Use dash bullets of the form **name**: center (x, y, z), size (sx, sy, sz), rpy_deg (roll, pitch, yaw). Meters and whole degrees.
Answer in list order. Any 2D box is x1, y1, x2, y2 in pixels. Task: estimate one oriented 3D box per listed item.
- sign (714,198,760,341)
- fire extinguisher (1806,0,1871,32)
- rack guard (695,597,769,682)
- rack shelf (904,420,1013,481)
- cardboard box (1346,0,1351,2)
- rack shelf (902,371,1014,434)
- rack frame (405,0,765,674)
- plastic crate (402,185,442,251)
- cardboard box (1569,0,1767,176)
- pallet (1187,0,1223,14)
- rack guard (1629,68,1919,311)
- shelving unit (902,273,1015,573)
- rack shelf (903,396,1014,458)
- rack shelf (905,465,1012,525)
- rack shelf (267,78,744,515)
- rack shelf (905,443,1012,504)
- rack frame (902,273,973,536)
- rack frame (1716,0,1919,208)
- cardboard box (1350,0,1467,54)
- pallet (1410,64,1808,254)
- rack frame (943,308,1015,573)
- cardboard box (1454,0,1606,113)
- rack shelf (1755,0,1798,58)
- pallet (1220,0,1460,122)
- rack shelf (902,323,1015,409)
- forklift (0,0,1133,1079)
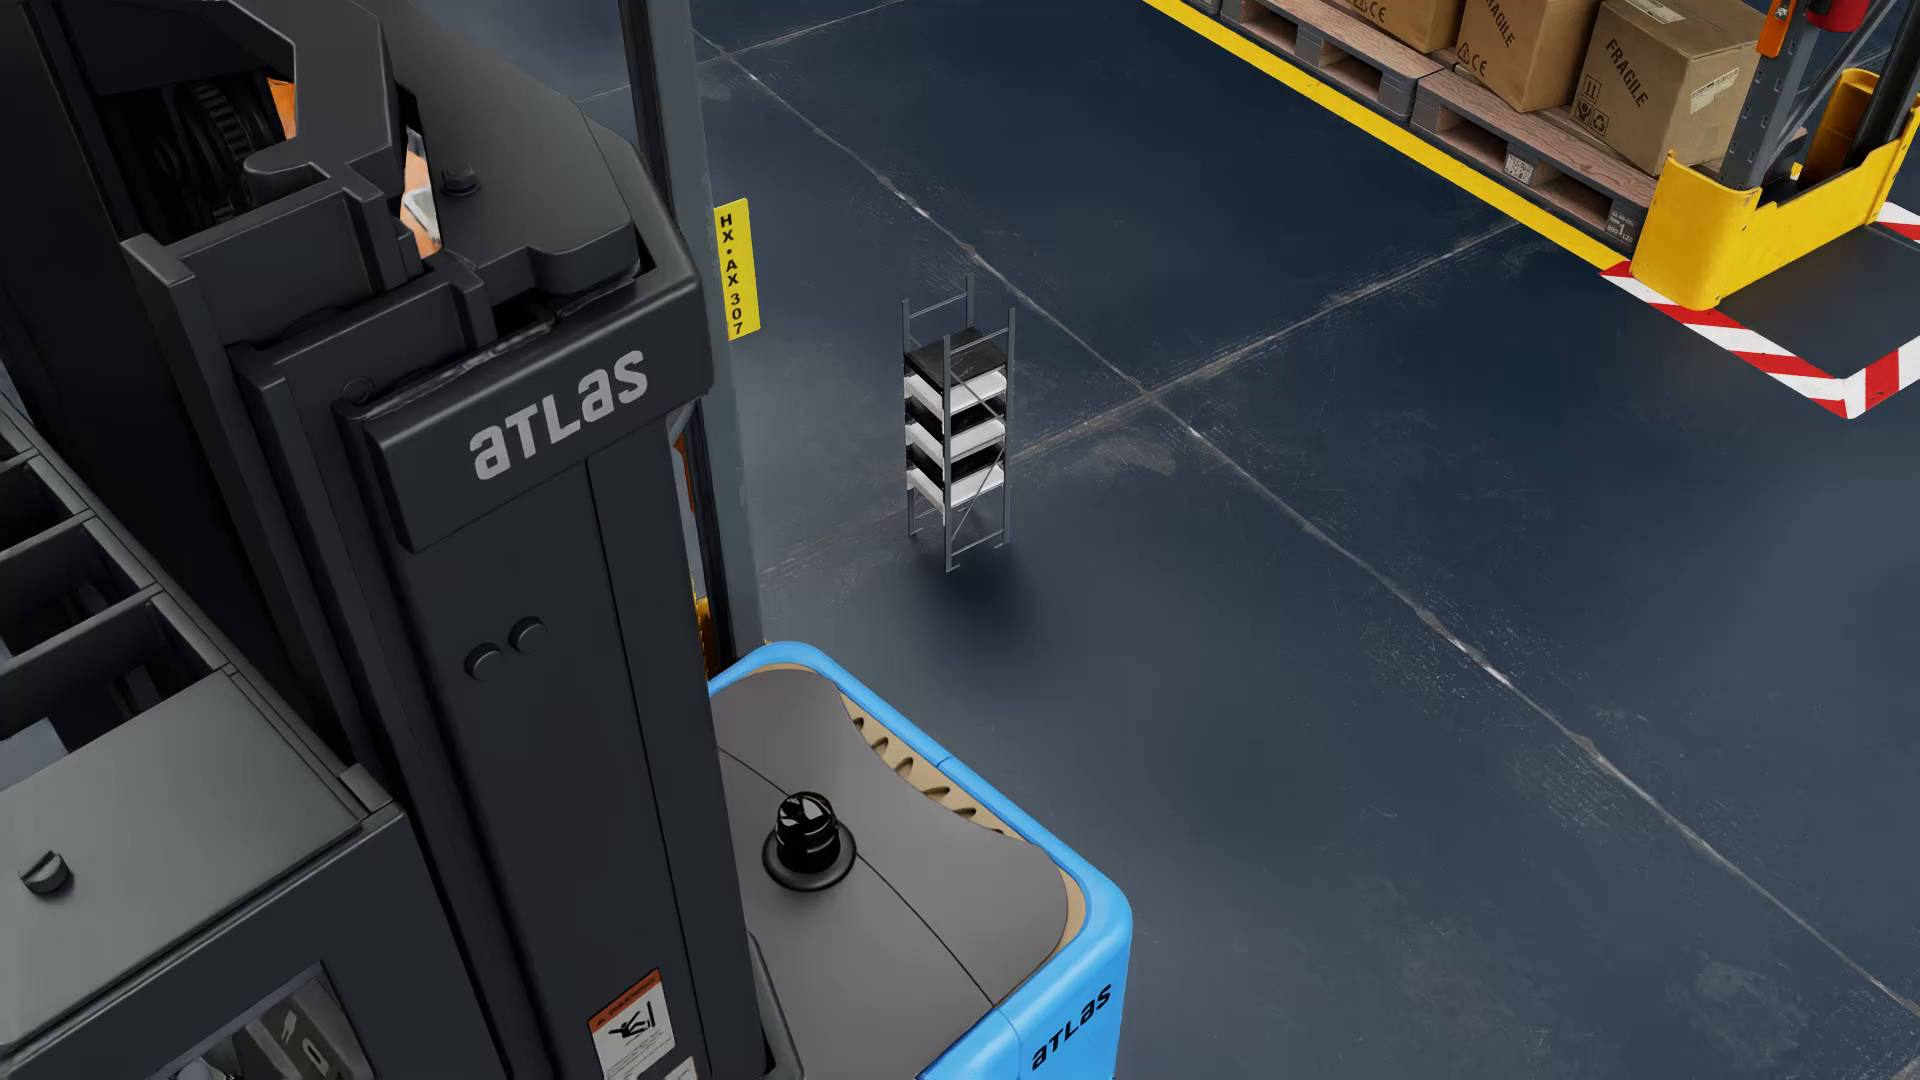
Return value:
- **sign**: center (-0.473, -0.556, 3.459), size (0.100, 0.325, 0.005), rpy_deg (-26, 49, -24)
- **fire extinguisher**: center (2.823, -1.922, 5.147), size (0.296, 0.674, 0.183), rpy_deg (-26, 49, -24)
- **rack guard**: center (-1.009, 0.639, 4.219), size (1.175, 0.500, 0.348), rpy_deg (-26, 49, -24)
- **rack shelf**: center (-0.005, -0.306, 4.967), size (0.258, 0.077, 0.200), rpy_deg (-26, 49, -24)
- **cardboard box**: center (1.797, -2.826, 7.544), size (0.500, 0.500, 0.500), rpy_deg (-30, 51, -28)
- **rack shelf**: center (-0.005, -0.436, 4.843), size (0.258, 0.077, 0.200), rpy_deg (-26, 49, -24)
- **rack frame**: center (-0.927, -0.241, 3.330), size (1.000, 3.000, 0.127), rpy_deg (-26, 49, -24)
- **plastic crate**: center (-1.175, -0.779, 4.085), size (0.298, 0.136, 0.250), rpy_deg (-26, 49, -24)
- **cardboard box**: center (2.792, -1.805, 6.475), size (0.500, 0.500, 0.500), rpy_deg (-17, 46, -17)
- **pallet**: center (1.260, -3.088, 8.331), size (1.003, 0.211, 1.213), rpy_deg (-26, 49, -24)
- **rack guard**: center (3.092, -1.336, 6.288), size (1.175, 0.500, 0.348), rpy_deg (-26, 49, -24)
- **shelving unit**: center (-0.005, -0.330, 4.944), size (0.258, 0.900, 0.210), rpy_deg (-26, 49, -24)
- **rack shelf**: center (-0.005, -0.371, 4.905), size (0.258, 0.077, 0.200), rpy_deg (-26, 49, -24)
- **rack shelf**: center (-0.005, -0.176, 5.091), size (0.258, 0.077, 0.200), rpy_deg (-26, 49, -24)
- **rack shelf**: center (-2.071, -1.113, 4.765), size (1.077, 0.370, 4.000), rpy_deg (-26, 49, -24)
- **rack shelf**: center (-0.005, -0.241, 5.029), size (0.258, 0.077, 0.200), rpy_deg (-26, 49, -24)
- **rack frame**: center (-0.063, -0.388, 5.004), size (0.240, 0.900, 0.006), rpy_deg (-26, 49, -24)
- **rack frame**: center (3.136, -2.197, 5.379), size (1.000, 3.000, 0.127), rpy_deg (-26, 49, -24)
- **cardboard box**: center (2.079, -2.492, 7.195), size (0.500, 0.500, 0.500), rpy_deg (-21, 48, -21)
- **pallet**: center (2.656, -1.706, 6.884), size (1.003, 0.211, 1.213), rpy_deg (-26, 49, -24)
- **rack frame**: center (0.054, -0.273, 4.884), size (0.240, 0.900, 0.006), rpy_deg (-26, 49, -24)
- **cardboard box**: center (2.422, -2.130, 6.815), size (0.500, 0.500, 0.500), rpy_deg (-14, 45, -14)
- **rack shelf**: center (1.991, -3.070, 6.814), size (1.077, 0.370, 4.000), rpy_deg (-26, 49, -24)
- **pallet**: center (1.962, -2.396, 7.607), size (1.003, 0.211, 1.213), rpy_deg (-26, 49, -24)
- **rack shelf**: center (-0.005, -0.501, 4.781), size (0.258, 0.077, 0.200), rpy_deg (-26, 49, -24)
- **forklift**: center (-1.068, 0.856, 2.231), size (3.031, 2.935, 1.130), rpy_deg (-34, 53, -31)
